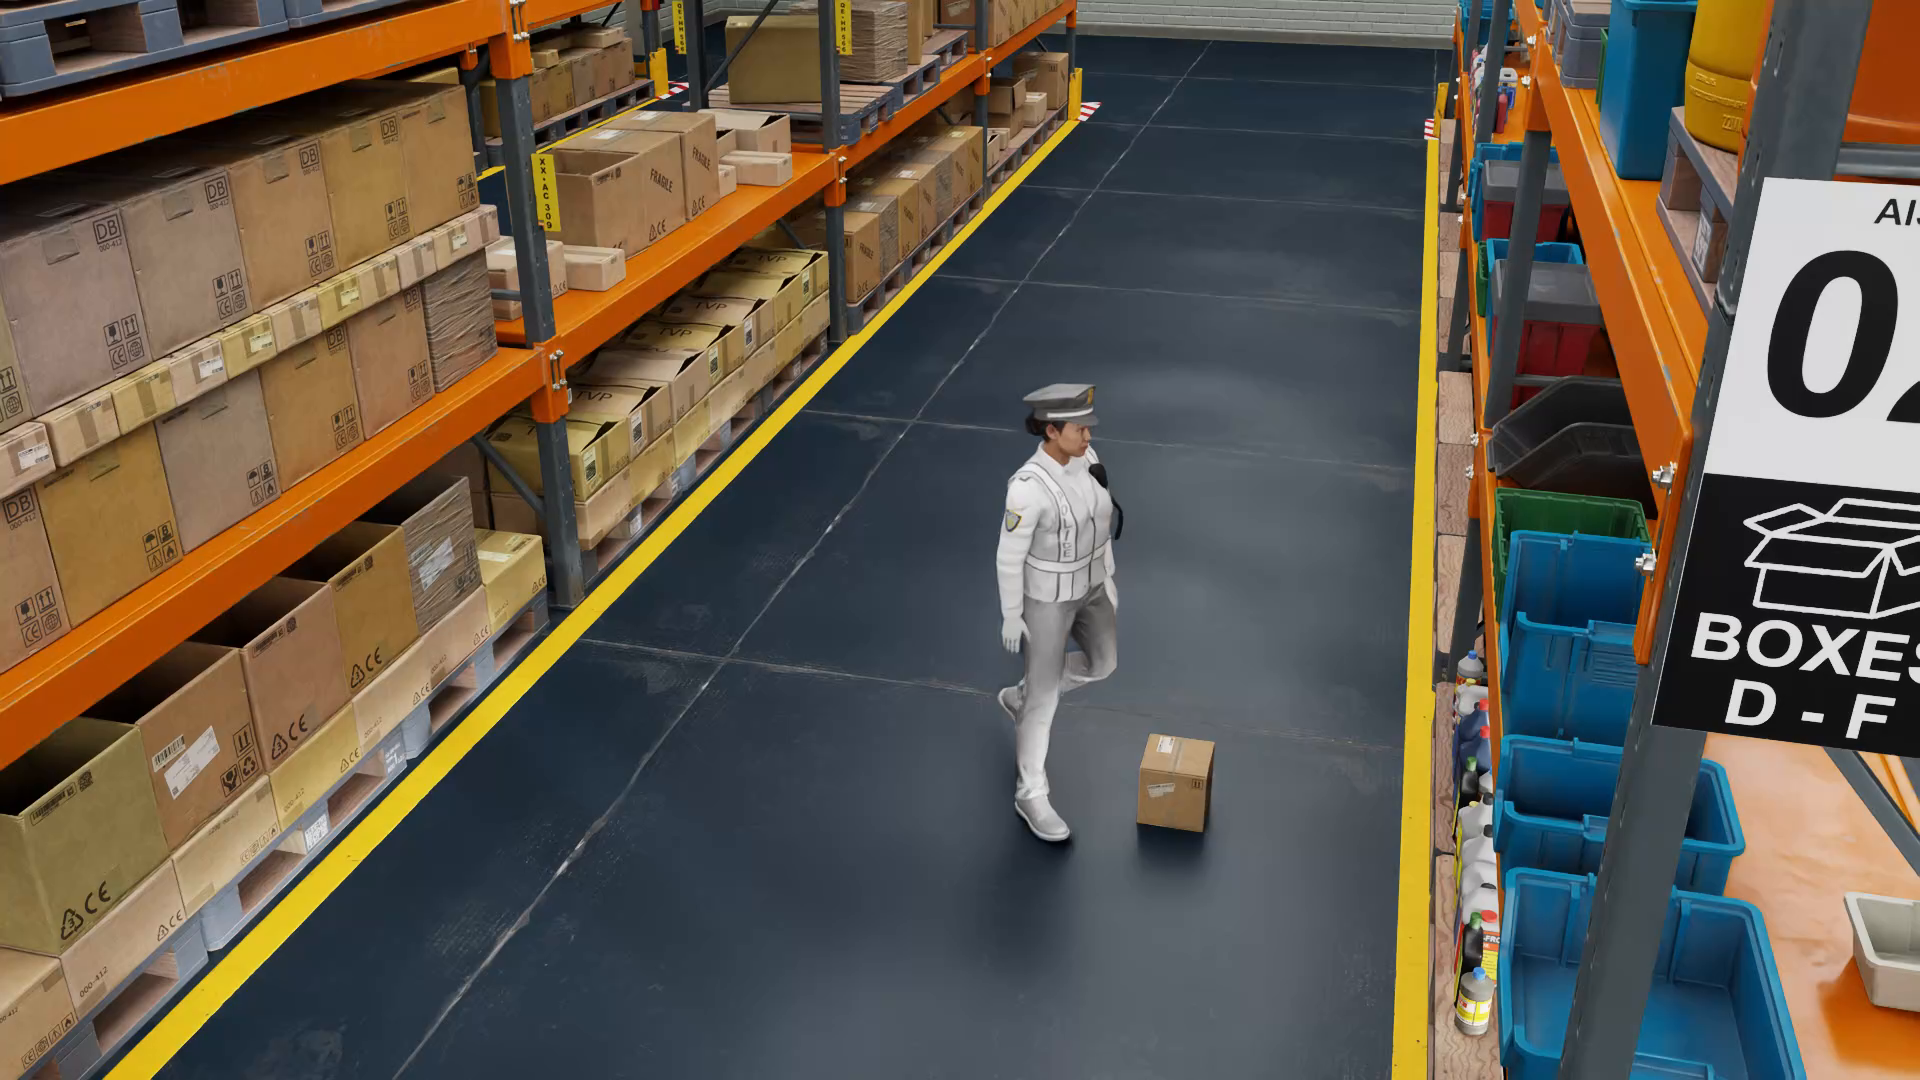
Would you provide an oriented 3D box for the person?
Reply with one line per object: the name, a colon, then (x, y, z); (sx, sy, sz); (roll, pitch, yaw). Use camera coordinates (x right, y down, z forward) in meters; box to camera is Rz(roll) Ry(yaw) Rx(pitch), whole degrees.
person: (0.312, 0.204, 6.129); (0.580, 1.670, 0.581); (18, 31, 33)
